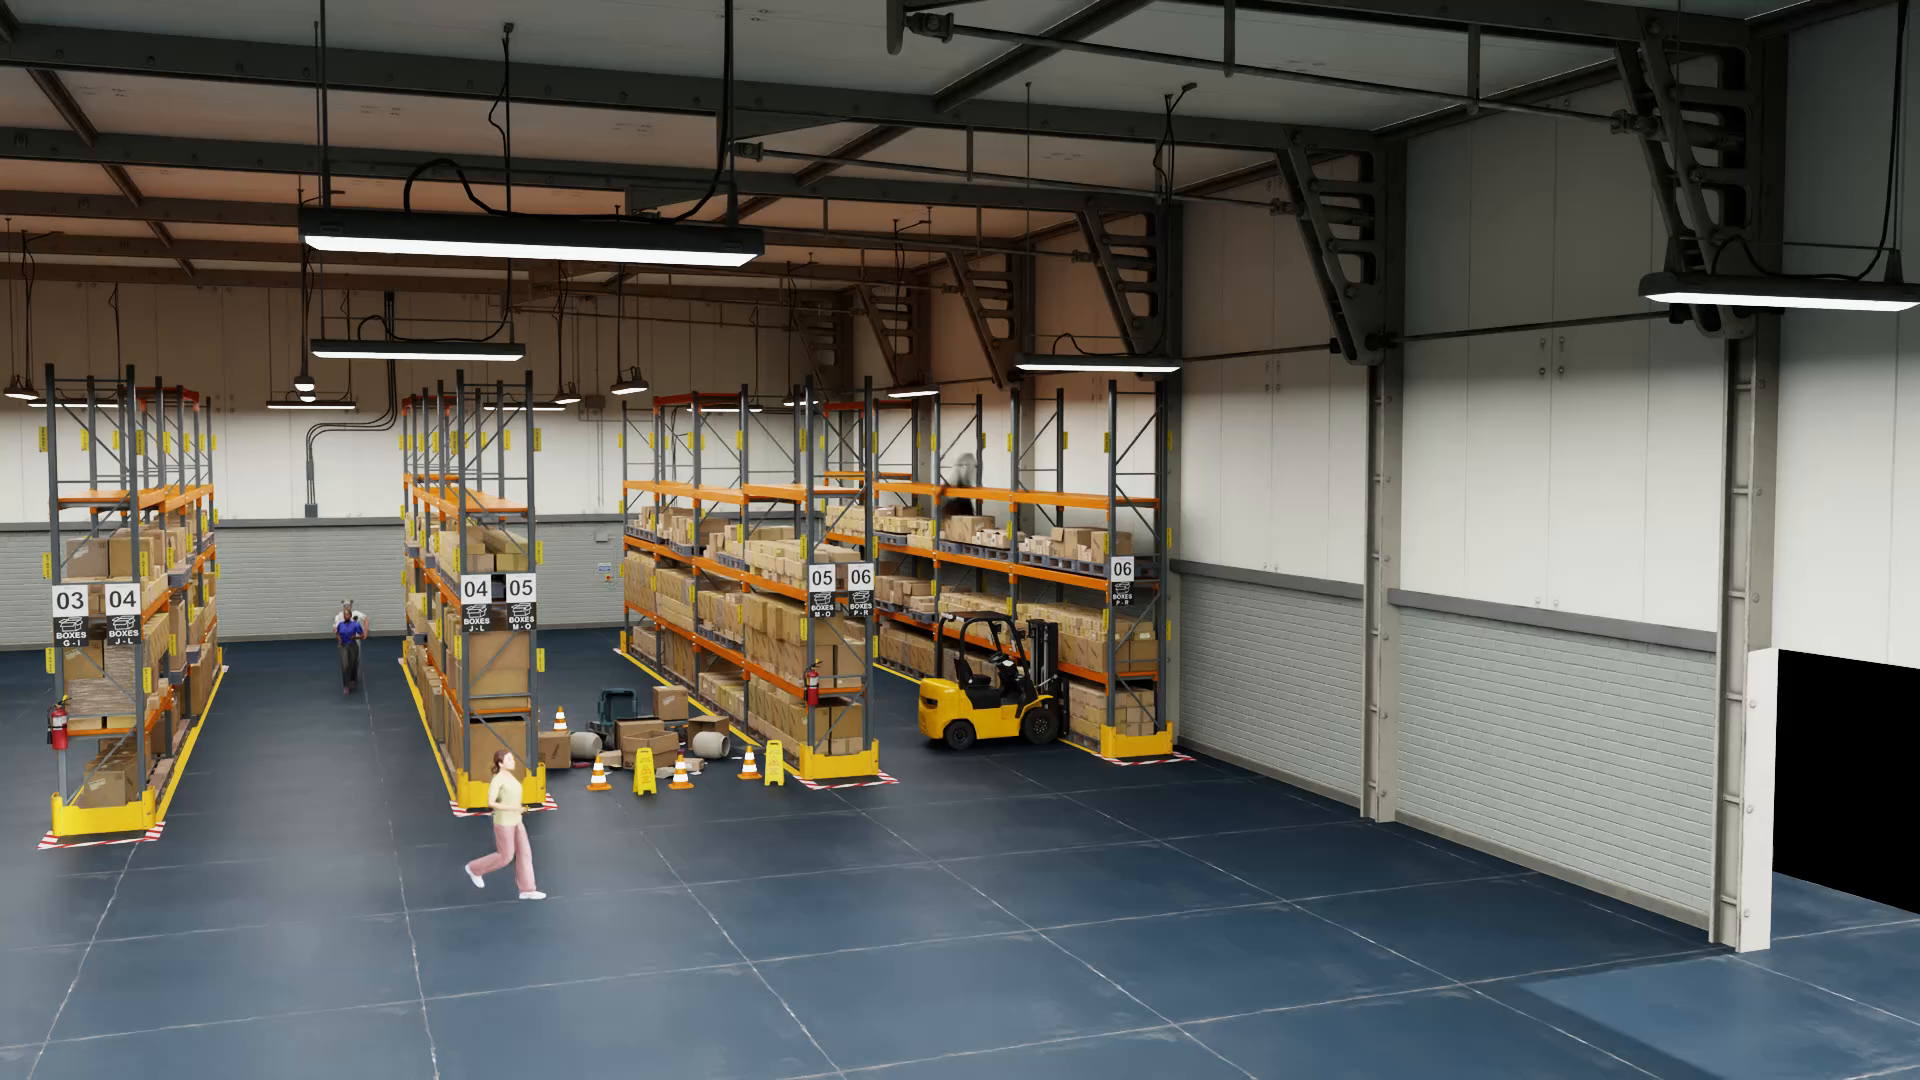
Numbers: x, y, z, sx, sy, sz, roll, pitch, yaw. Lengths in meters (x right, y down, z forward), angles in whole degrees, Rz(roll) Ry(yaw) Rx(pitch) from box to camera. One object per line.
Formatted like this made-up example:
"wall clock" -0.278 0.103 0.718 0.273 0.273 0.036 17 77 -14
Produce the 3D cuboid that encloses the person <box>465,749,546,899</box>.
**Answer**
"person" -4.959 3.100 18.174 0.924 1.645 0.580 1 3 11

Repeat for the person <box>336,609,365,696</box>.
"person" -12.229 2.228 33.360 0.561 1.689 0.866 -1 3 -14

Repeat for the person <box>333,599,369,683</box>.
"person" -12.684 2.093 34.629 0.678 1.769 0.868 -1 3 -15
